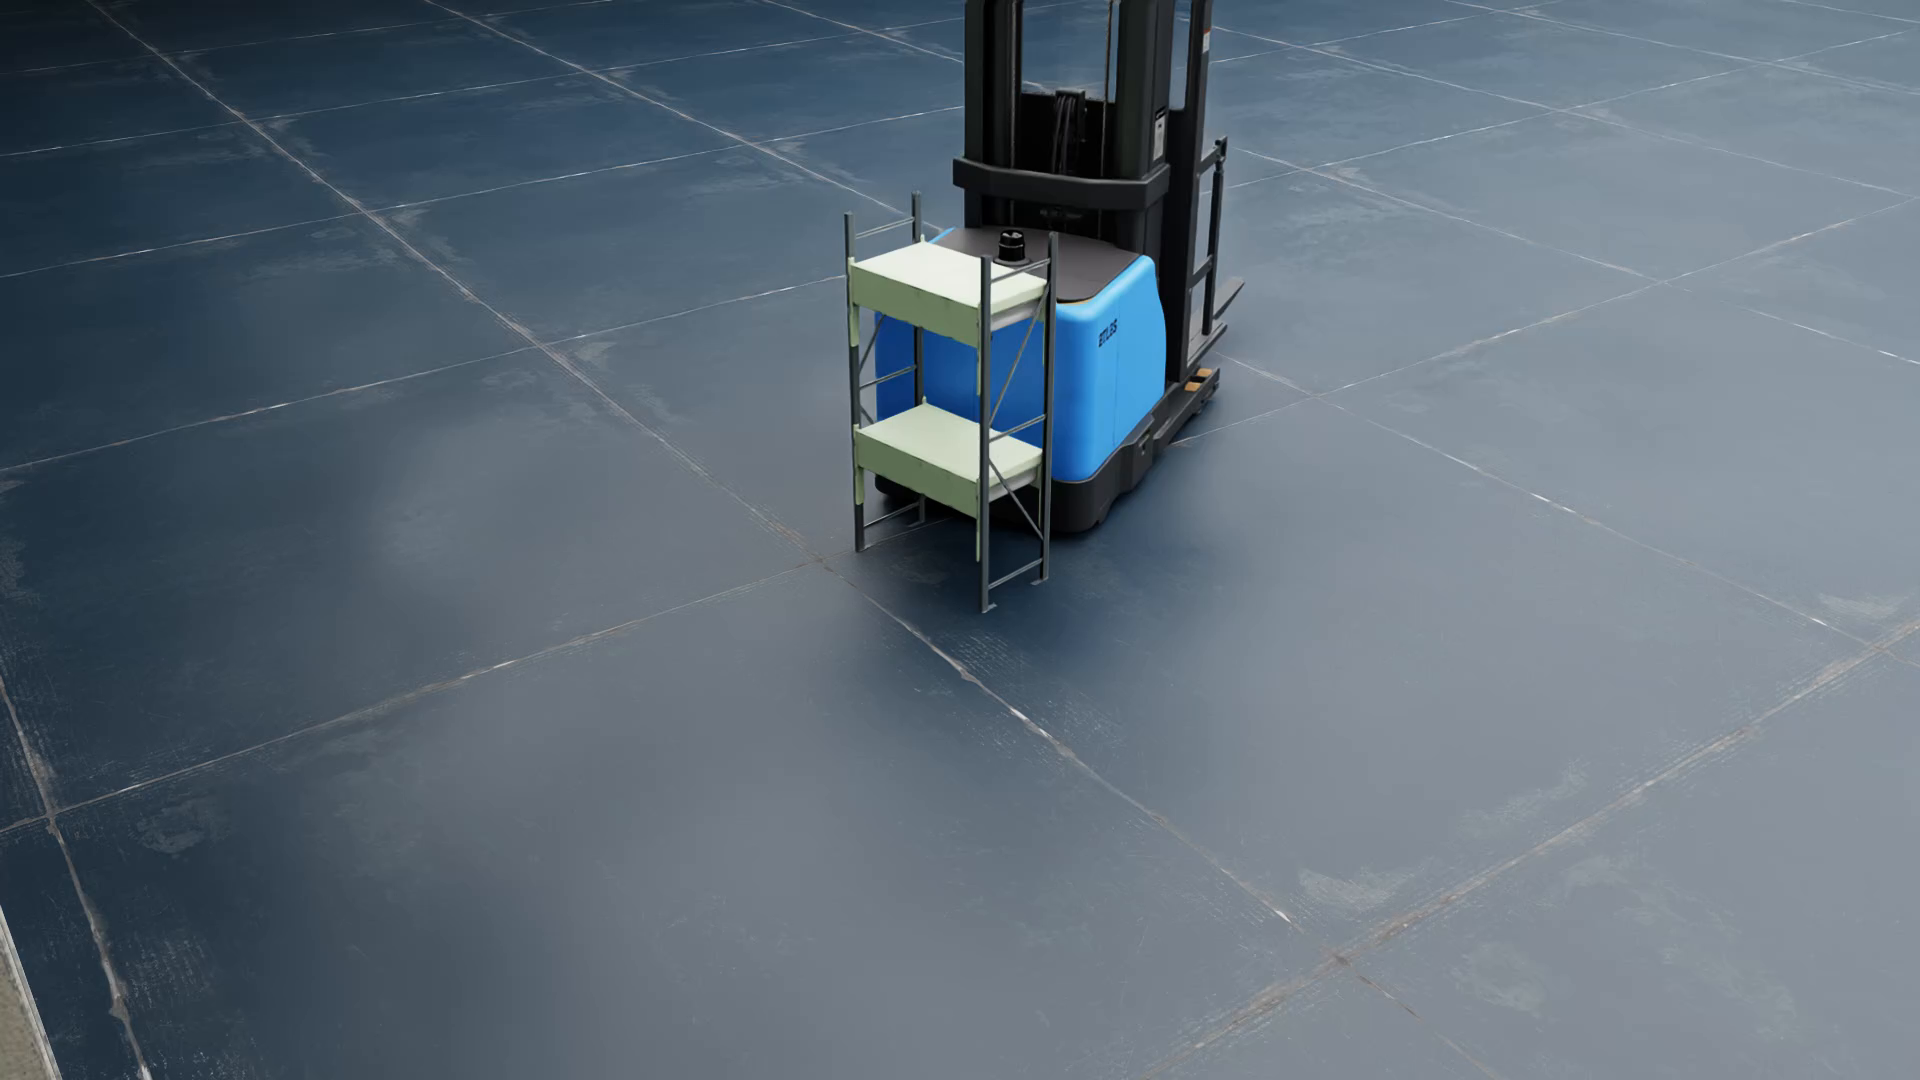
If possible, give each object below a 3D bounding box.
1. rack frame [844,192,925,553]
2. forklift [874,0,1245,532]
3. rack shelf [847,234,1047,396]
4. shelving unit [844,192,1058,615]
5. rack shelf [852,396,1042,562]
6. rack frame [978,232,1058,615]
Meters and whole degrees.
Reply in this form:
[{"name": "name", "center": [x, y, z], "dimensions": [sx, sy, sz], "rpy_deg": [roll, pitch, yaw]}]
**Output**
[{"name": "rack frame", "center": [-0.303, -0.673, 6.925], "dimensions": [0.023, 1.500, 0.400], "rpy_deg": [25, 37, 38]}, {"name": "forklift", "center": [0.691, -2.002, 7.871], "dimensions": [1.130, 2.935, 3.031], "rpy_deg": [12, 31, 22]}, {"name": "rack shelf", "center": [-0.041, -0.894, 6.514], "dimensions": [0.720, 0.370, 0.431], "rpy_deg": [25, 37, 38]}, {"name": "shelving unit", "center": [-0.041, -0.551, 6.700], "dimensions": [0.755, 1.500, 0.431], "rpy_deg": [25, 37, 38]}, {"name": "rack shelf", "center": [-0.041, -0.265, 6.856], "dimensions": [0.720, 0.370, 0.431], "rpy_deg": [25, 37, 38]}, {"name": "rack frame", "center": [0.221, -0.429, 6.476], "dimensions": [0.023, 1.500, 0.400], "rpy_deg": [25, 37, 38]}]
